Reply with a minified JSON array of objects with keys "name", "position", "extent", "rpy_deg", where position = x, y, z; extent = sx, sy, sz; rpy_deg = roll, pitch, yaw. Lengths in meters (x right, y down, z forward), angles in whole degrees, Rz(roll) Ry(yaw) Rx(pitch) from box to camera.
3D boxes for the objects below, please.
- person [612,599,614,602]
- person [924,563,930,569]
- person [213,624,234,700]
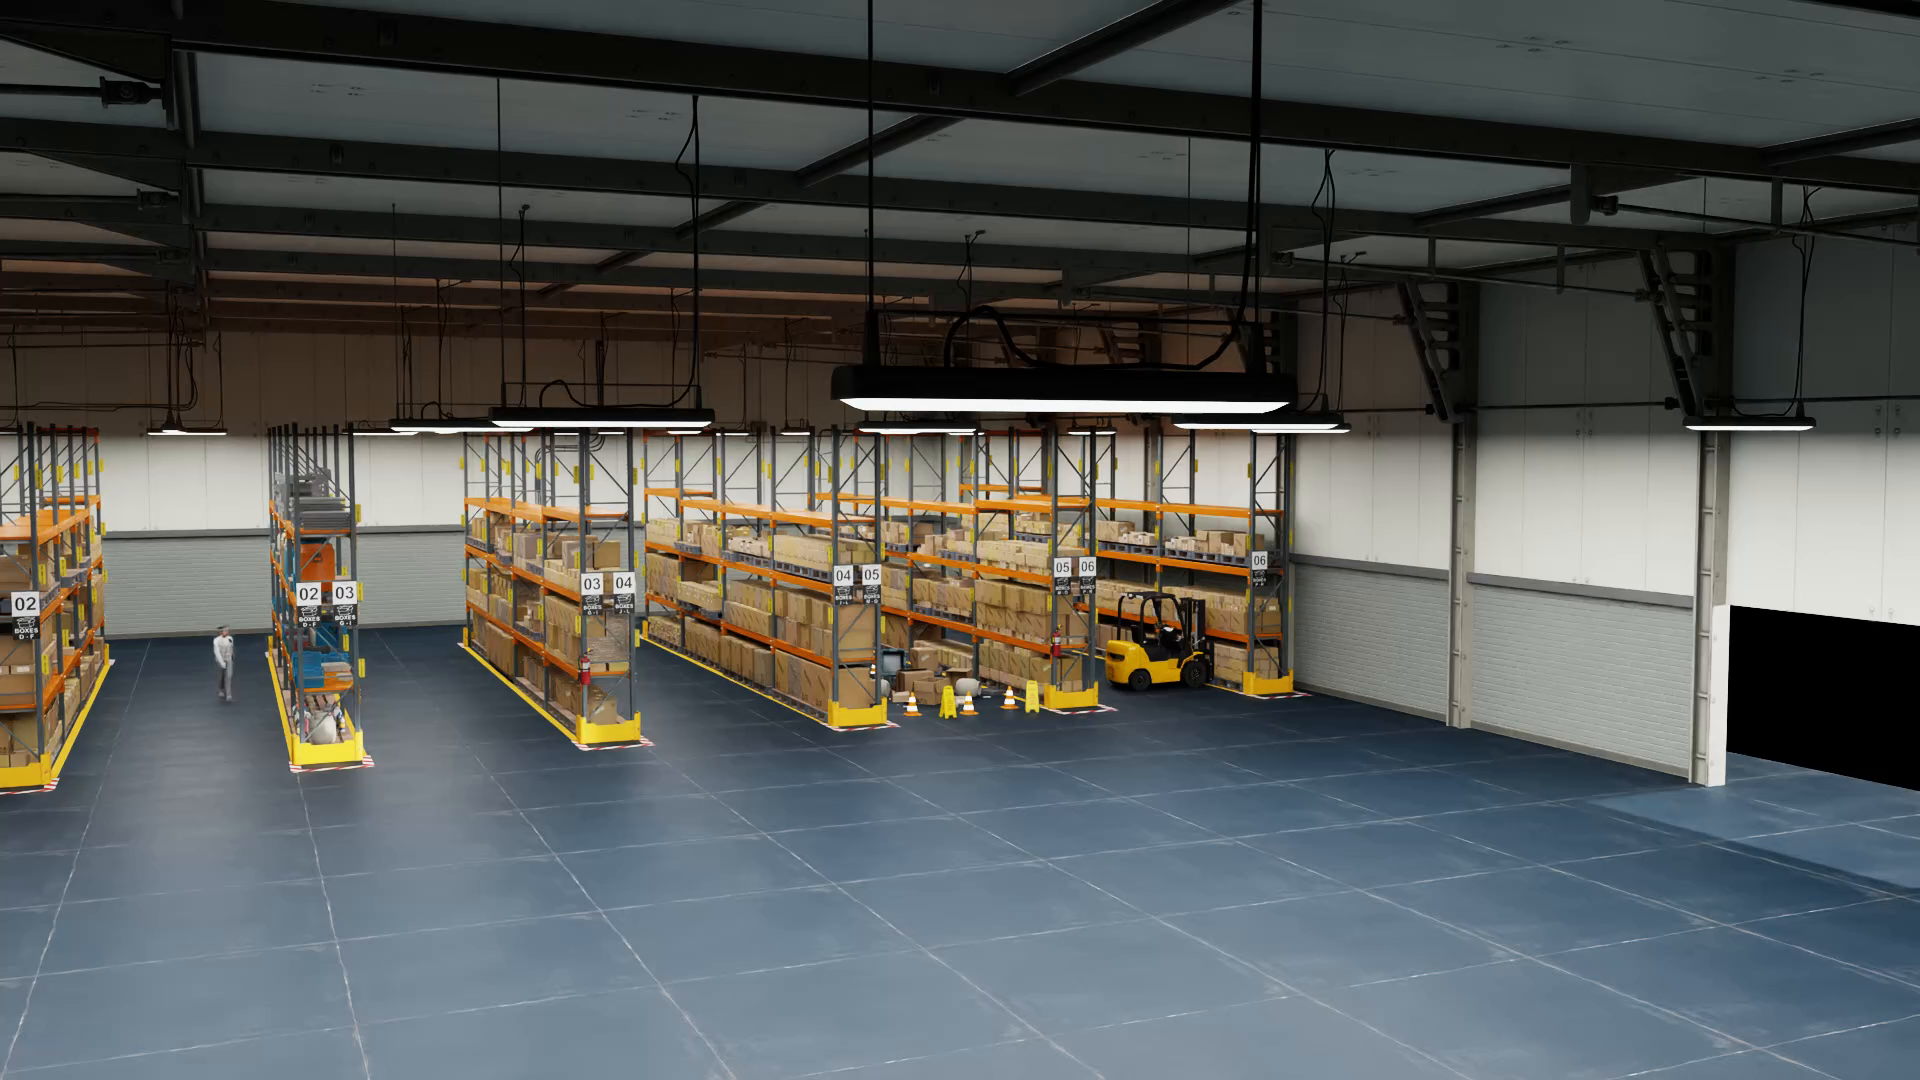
[{"name":"person","position":[-10.339,1.821,50.379],"extent":[0.502,1.643,0.876],"rpy_deg":[3,5,40]},{"name":"person","position":[-1.030,1.604,53.287],"extent":[1.019,1.731,0.531],"rpy_deg":[-2,4,-27]},{"name":"person","position":[-16.153,2.664,36.526],"extent":[0.440,1.624,0.935],"rpy_deg":[-2,4,-33]}]
